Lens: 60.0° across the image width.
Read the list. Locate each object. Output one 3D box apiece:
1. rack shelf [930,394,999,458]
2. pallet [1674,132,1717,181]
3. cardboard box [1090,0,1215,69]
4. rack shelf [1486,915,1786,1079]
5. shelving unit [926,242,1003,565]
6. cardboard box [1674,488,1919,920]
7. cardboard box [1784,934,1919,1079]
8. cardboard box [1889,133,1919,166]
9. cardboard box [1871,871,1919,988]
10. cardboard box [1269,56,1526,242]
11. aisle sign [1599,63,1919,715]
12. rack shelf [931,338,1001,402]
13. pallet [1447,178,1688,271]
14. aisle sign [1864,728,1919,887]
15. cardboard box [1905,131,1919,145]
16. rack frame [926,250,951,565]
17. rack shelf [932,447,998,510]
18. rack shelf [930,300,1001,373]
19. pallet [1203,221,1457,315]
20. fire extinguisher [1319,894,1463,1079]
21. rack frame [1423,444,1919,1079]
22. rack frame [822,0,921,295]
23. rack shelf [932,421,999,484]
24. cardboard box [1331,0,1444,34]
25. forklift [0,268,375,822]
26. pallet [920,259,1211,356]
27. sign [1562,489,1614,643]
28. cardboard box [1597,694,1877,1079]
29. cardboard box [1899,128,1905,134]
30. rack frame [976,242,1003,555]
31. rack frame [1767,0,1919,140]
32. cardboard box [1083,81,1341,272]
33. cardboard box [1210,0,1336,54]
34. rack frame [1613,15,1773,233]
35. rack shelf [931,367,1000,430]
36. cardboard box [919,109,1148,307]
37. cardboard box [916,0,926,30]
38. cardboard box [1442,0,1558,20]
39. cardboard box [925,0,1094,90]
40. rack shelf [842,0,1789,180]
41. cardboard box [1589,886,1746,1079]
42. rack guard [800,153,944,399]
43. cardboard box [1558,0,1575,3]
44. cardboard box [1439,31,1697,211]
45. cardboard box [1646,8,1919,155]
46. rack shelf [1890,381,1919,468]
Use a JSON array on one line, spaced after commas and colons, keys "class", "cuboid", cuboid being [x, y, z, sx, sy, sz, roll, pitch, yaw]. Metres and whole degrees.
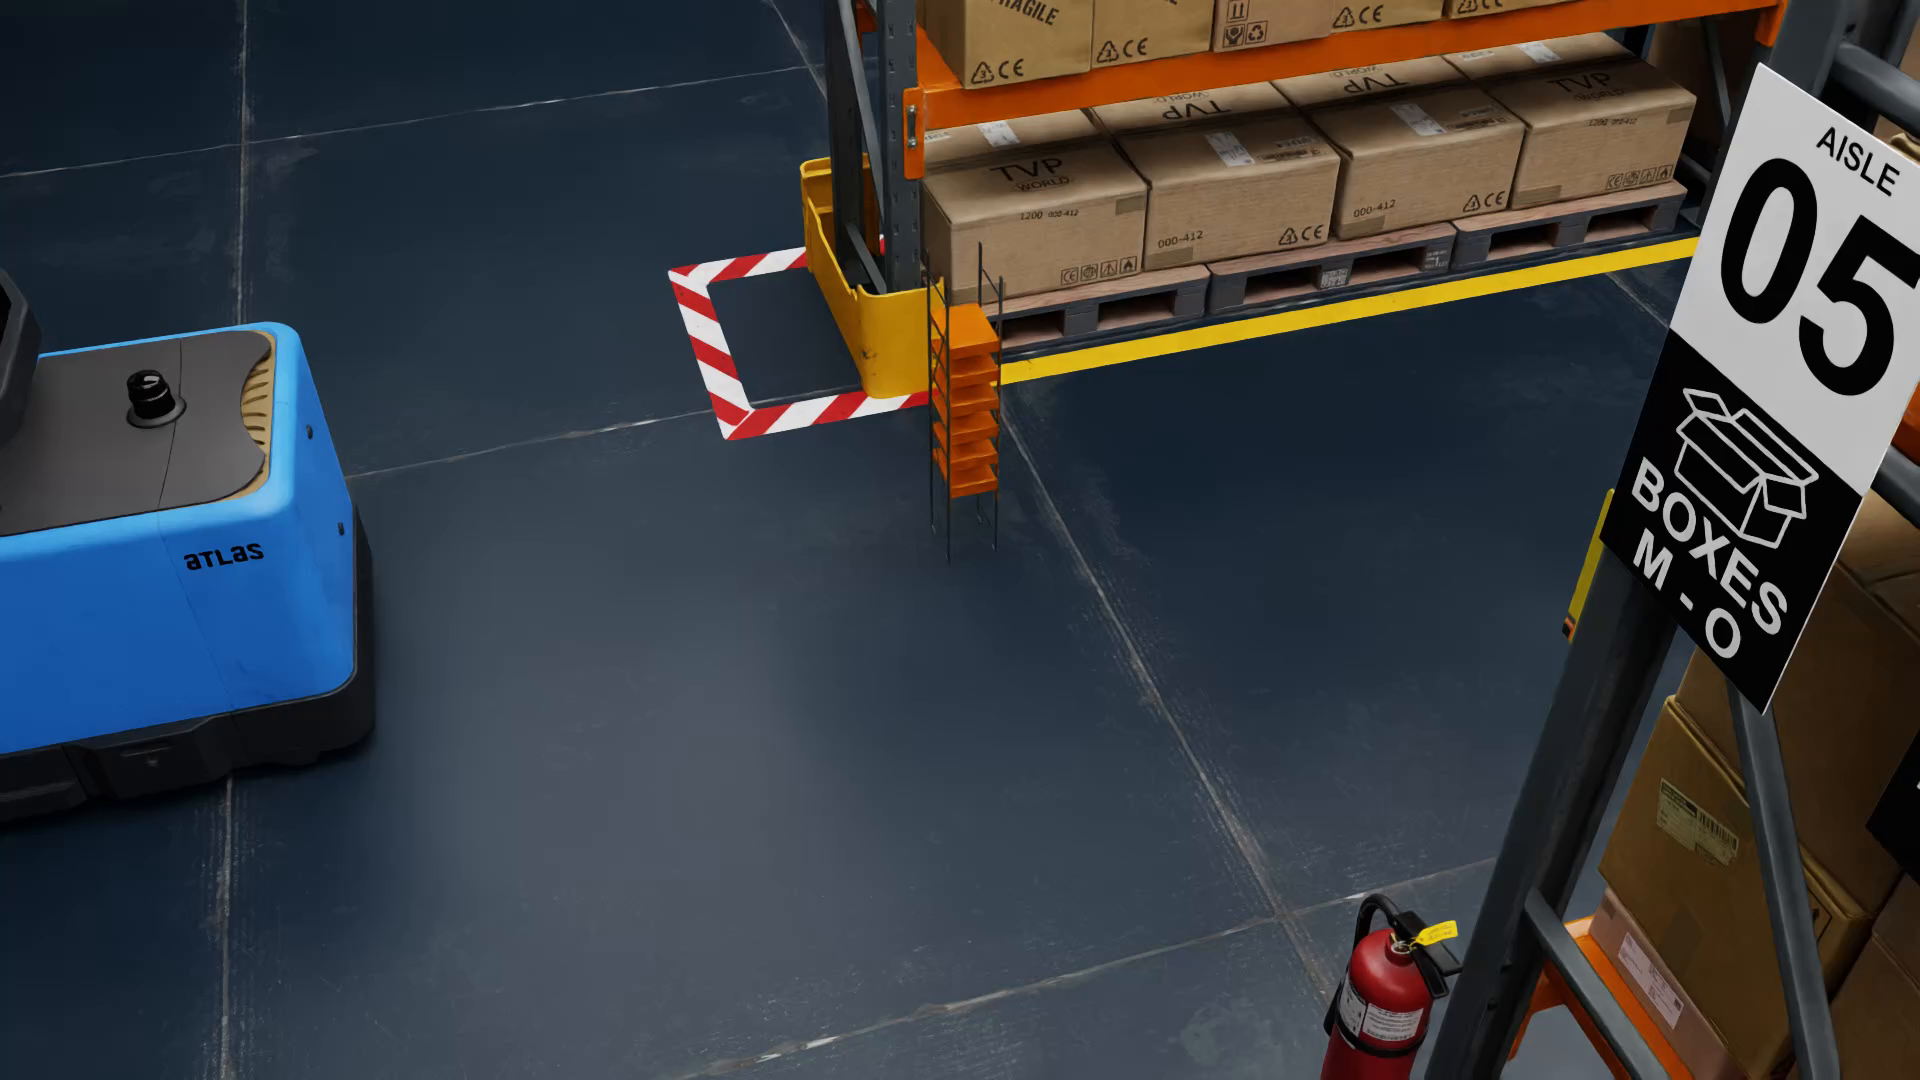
[{"class": "rack shelf", "cuboid": [0.014, -0.421, 5.888, 0.180, 0.103, 0.258, -12, 42, -13]}, {"class": "pallet", "cuboid": [4.163, -2.050, 8.436, 1.213, 0.211, 1.003, -12, 42, -13]}, {"class": "cardboard box", "cuboid": [0.653, -2.180, 6.389, 0.500, 0.500, 0.500, -12, 43, -14]}, {"class": "rack shelf", "cuboid": [3.126, 0.852, 3.542, 4.000, 0.370, 1.077, -12, 42, -13]}, {"class": "shelving unit", "cuboid": [0.014, -0.455, 5.859, 0.189, 1.200, 0.258, -12, 42, -13]}, {"class": "cardboard box", "cuboid": [1.580, 0.203, 2.675, 0.500, 0.500, 0.500, -13, 43, -14]}, {"class": "cardboard box", "cuboid": [1.729, 0.911, 2.625, 0.500, 0.500, 0.500, -10, 42, -11]}, {"class": "cardboard box", "cuboid": [1.573, -0.353, 2.208, 0.500, 0.250, 0.500, -13, 43, -14]}, {"class": "cardboard box", "cuboid": [1.726, 0.528, 2.304, 0.500, 0.500, 0.500, -12, 43, -13]}, {"class": "cardboard box", "cuboid": [1.965, -1.860, 7.727, 0.875, 0.438, 0.875, -13, 43, -14]}, {"class": "aisle sign", "cuboid": [1.058, -0.177, 2.196, 0.004, 0.787, 0.394, -12, 42, -13]}, {"class": "rack shelf", "cuboid": [0.014, -0.602, 5.730, 0.180, 0.103, 0.258, -12, 42, -13]}, {"class": "pallet", "cuboid": [2.701, -1.749, 8.092, 1.213, 0.211, 1.003, -12, 42, -13]}, {"class": "aisle sign", "cuboid": [1.239, 0.200, 1.765, 0.004, 0.787, 0.394, -12, 42, -13]}, {"class": "cardboard box", "cuboid": [1.581, -0.536, 2.038, 0.500, 0.250, 0.500, -13, 43, -14]}, {"class": "rack frame", "cuboid": [-0.073, -0.437, 5.838, 0.006, 1.200, 0.240, -12, 42, -13]}, {"class": "rack shelf", "cuboid": [0.014, -0.241, 6.046, 0.180, 0.103, 0.258, -12, 42, -13]}, {"class": "rack shelf", "cuboid": [0.014, -0.692, 5.651, 0.180, 0.103, 0.258, -12, 42, -13]}, {"class": "pallet", "cuboid": [1.536, -1.506, 7.813, 1.213, 0.211, 1.003, -12, 42, -13]}, {"class": "fire extinguisher", "cuboid": [0.839, 0.906, 3.275, 0.183, 0.674, 0.296, -12, 42, -13]}, {"class": "rack frame", "cuboid": [1.218, 0.976, 2.853, 0.127, 3.000, 1.000, -12, 42, -13]}, {"class": "rack frame", "cuboid": [-0.365, -2.110, 6.385, 0.127, 3.000, 1.000, -12, 42, -13]}, {"class": "rack shelf", "cuboid": [0.014, -0.331, 5.967, 0.180, 0.103, 0.258, -12, 42, -13]}, {"class": "cardboard box", "cuboid": [1.616, -2.379, 6.617, 0.500, 0.500, 0.500, -10, 42, -12]}, {"class": "forklift", "cuboid": [-3.496, -0.461, 4.550, 3.031, 2.935, 1.130, -10, 42, -12]}, {"class": "pallet", "cuboid": [0.374, -1.267, 7.540, 1.213, 0.211, 1.003, -12, 42, -13]}, {"class": "sign", "cuboid": [1.071, 0.069, 2.771, 0.005, 0.325, 0.100, -12, 42, -13]}, {"class": "cardboard box", "cuboid": [1.569, 0.576, 3.008, 0.500, 0.500, 0.500, -11, 42, -12]}, {"class": "cardboard box", "cuboid": [4.877, -2.615, 8.259, 0.875, 0.875, 0.875, -11, 42, -12]}, {"class": "rack frame", "cuboid": [0.101, -0.473, 5.879, 0.006, 1.200, 0.240, -12, 42, -13]}, {"class": "rack frame", "cuboid": [1.218, -1.283, 0.879, 0.127, 3.000, 1.000, -12, 42, -13]}, {"class": "cardboard box", "cuboid": [1.105, -1.683, 7.524, 0.875, 0.438, 0.875, -11, 42, -12]}, {"class": "cardboard box", "cuboid": [1.144, -2.269, 6.492, 0.500, 0.500, 0.500, -12, 43, -13]}, {"class": "rack frame", "cuboid": [3.450, -2.901, 7.290, 0.127, 3.000, 1.000, -12, 42, -13]}, {"class": "rack shelf", "cuboid": [0.014, -0.512, 5.809, 0.180, 0.103, 0.258, -12, 42, -13]}, {"class": "cardboard box", "cuboid": [0.234, -1.497, 7.311, 0.875, 0.438, 0.875, -13, 43, -15]}, {"class": "cardboard box", "cuboid": [0.015, -2.409, 6.652, 0.500, 0.500, 0.500, -11, 42, -13]}, {"class": "cardboard box", "cuboid": [2.120, -2.473, 6.724, 0.500, 0.500, 0.500, -12, 43, -14]}, {"class": "cardboard box", "cuboid": [0.179, -2.063, 6.255, 0.500, 0.500, 0.500, -12, 43, -13]}, {"class": "rack shelf", "cuboid": [1.542, -2.235, 7.075, 4.000, 0.370, 1.077, -12, 42, -13]}, {"class": "cardboard box", "cuboid": [1.444, 0.829, 3.212, 0.250, 0.149, 0.380, -12, 42, -13]}, {"class": "rack guard", "cuboid": [-0.388, -1.164, 7.202, 0.348, 0.500, 1.175, -12, 42, -13]}, {"class": "cardboard box", "cuboid": [2.595, -2.581, 6.849, 0.500, 0.500, 0.500, -13, 43, -14]}, {"class": "cardboard box", "cuboid": [2.819, -2.037, 7.930, 0.875, 0.438, 0.875, -12, 43, -14]}, {"class": "cardboard box", "cuboid": [4.017, -2.431, 8.049, 0.875, 0.875, 0.875, -10, 42, -12]}, {"class": "rack shelf", "cuboid": [3.126, -0.278, 2.555, 4.000, 0.370, 1.077, -12, 42, -13]}]
